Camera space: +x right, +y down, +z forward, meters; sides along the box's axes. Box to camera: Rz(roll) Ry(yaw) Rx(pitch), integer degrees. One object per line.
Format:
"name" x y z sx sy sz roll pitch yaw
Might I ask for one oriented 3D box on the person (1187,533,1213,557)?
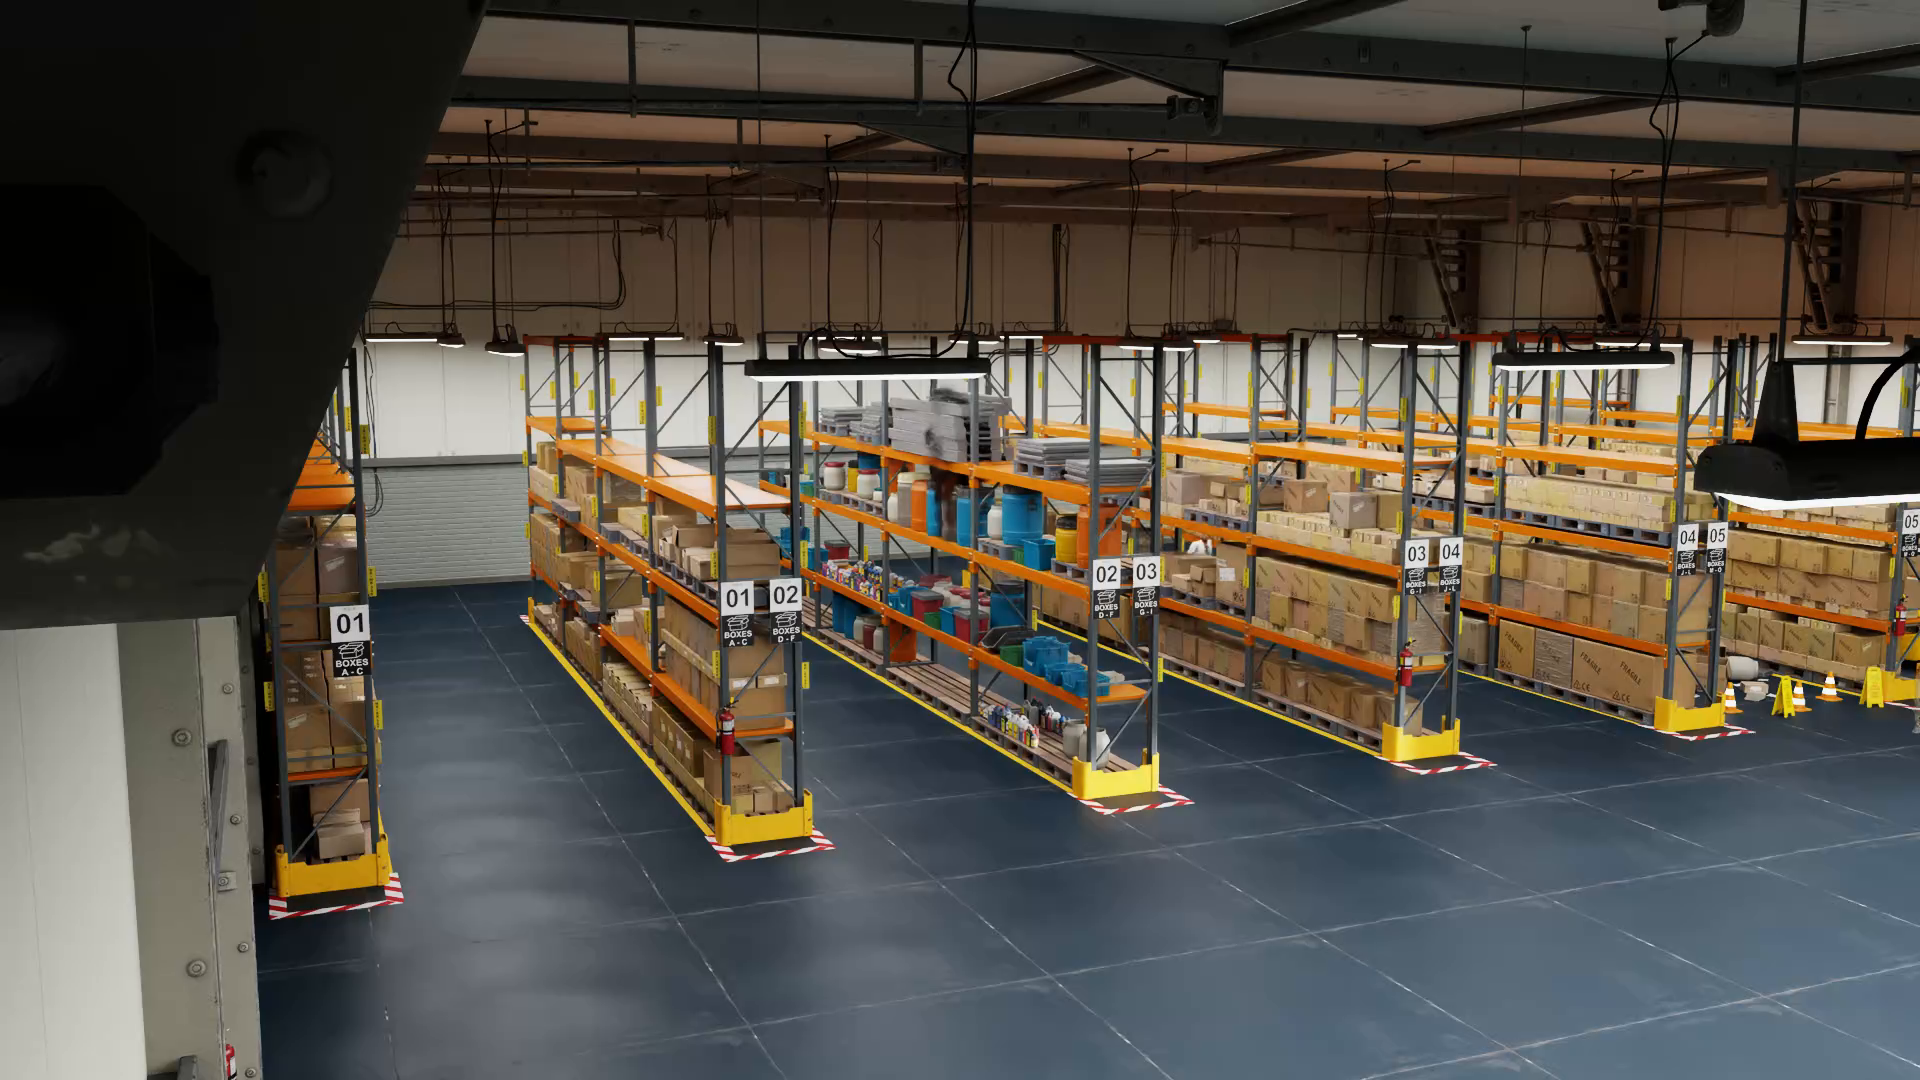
"person" 5.238 0.648 36.207 0.734 1.773 1.069 -4 8 -26
